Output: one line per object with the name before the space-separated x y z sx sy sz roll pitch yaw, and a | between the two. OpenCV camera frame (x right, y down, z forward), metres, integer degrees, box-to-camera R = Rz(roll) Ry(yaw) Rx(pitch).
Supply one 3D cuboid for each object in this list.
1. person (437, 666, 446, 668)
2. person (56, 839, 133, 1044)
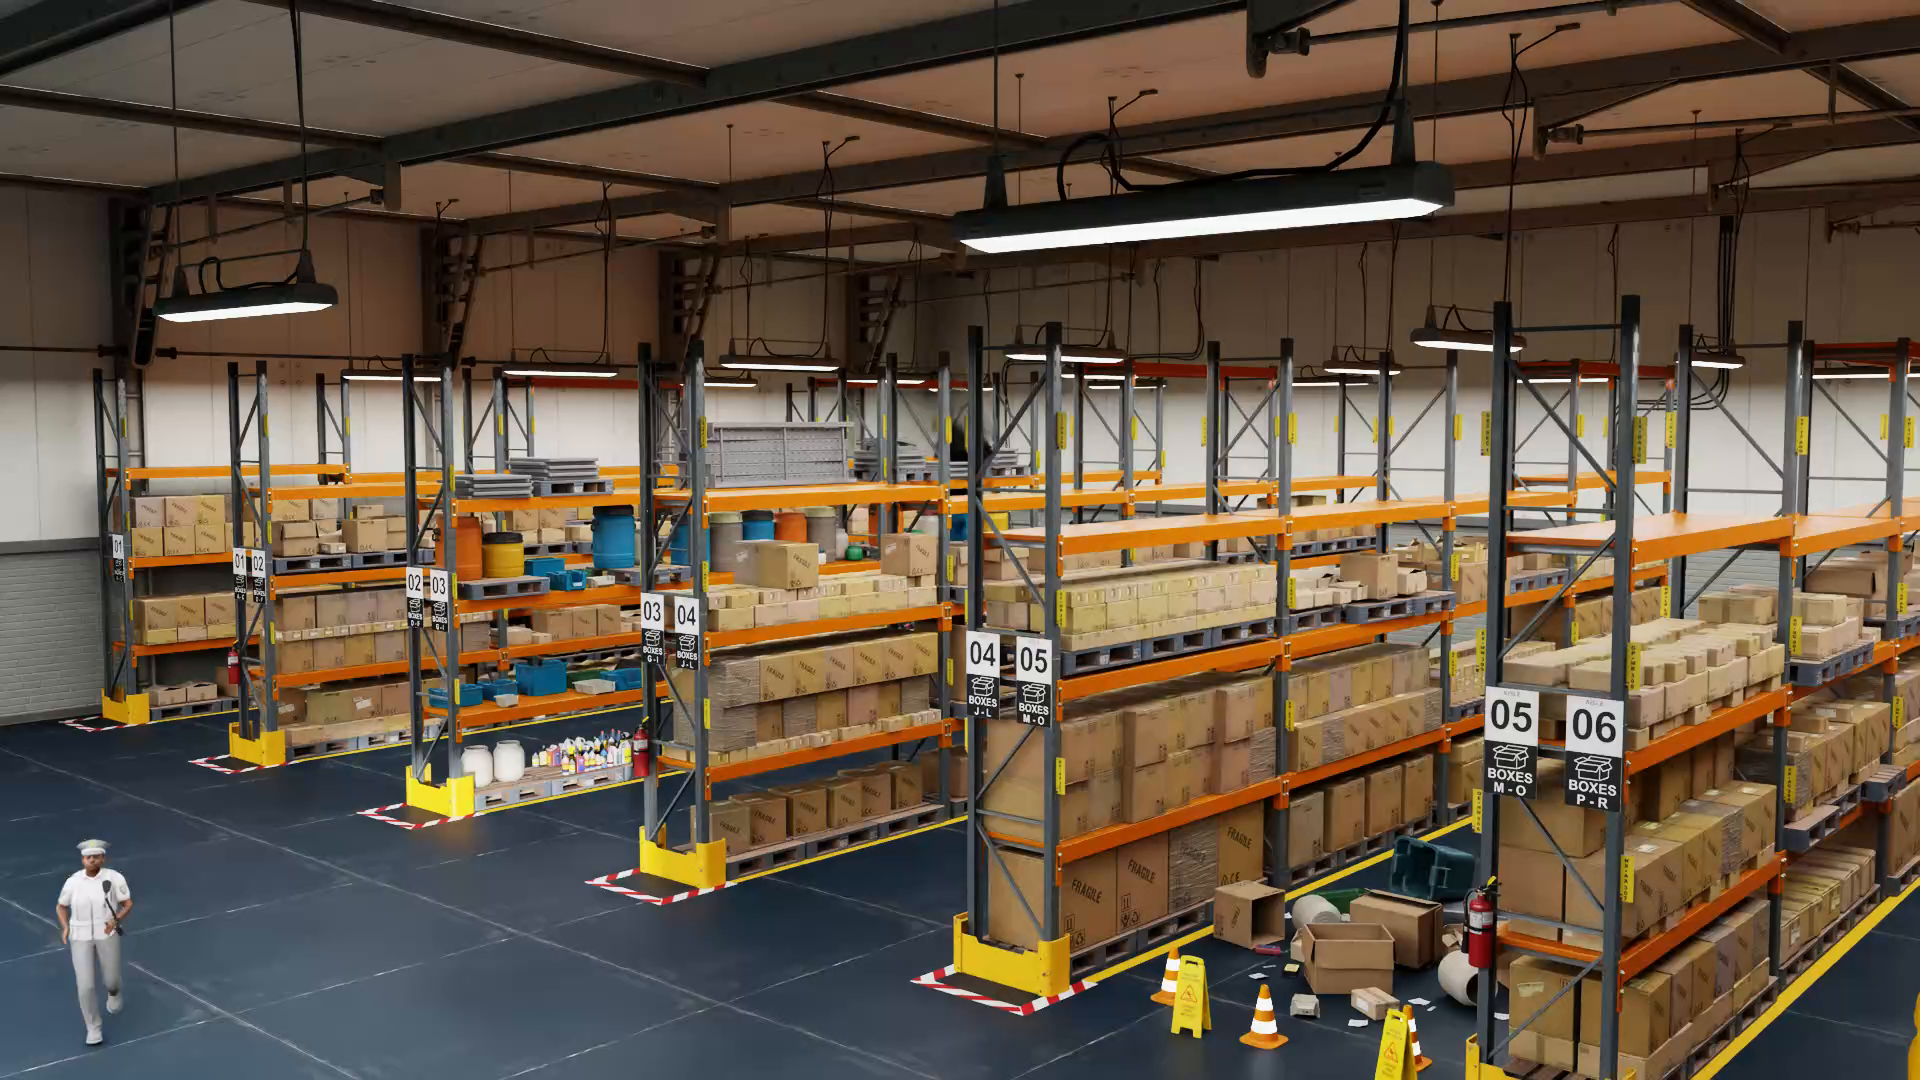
person | -9.149 2.119 29.786 0.599 1.665 0.937 3 5 36
person | -7.248 3.310 13.928 0.581 1.655 0.701 -2 5 -22
